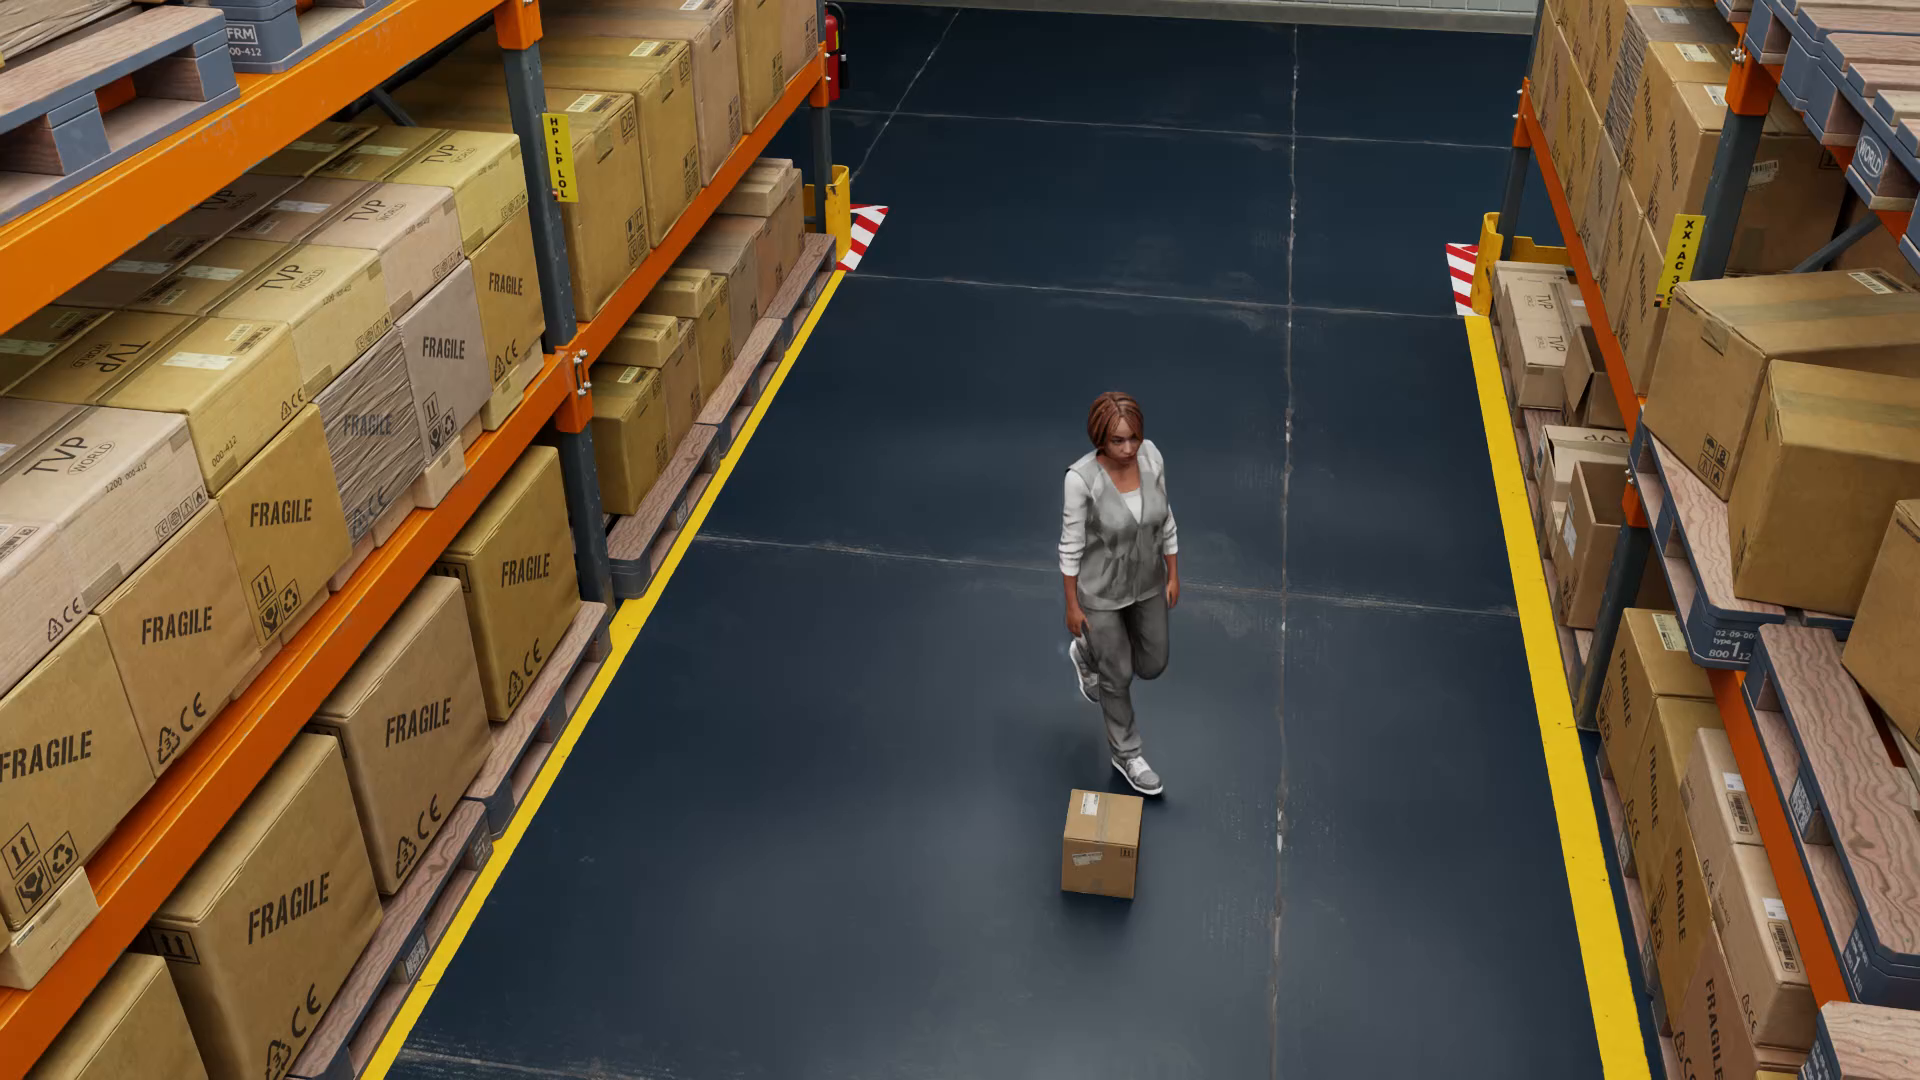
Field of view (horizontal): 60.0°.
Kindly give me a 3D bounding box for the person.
[{"bbox_3d":[0.541,0.151,5.891,0.460,1.592,0.586,-15,36,-22],"label":"person"}]
